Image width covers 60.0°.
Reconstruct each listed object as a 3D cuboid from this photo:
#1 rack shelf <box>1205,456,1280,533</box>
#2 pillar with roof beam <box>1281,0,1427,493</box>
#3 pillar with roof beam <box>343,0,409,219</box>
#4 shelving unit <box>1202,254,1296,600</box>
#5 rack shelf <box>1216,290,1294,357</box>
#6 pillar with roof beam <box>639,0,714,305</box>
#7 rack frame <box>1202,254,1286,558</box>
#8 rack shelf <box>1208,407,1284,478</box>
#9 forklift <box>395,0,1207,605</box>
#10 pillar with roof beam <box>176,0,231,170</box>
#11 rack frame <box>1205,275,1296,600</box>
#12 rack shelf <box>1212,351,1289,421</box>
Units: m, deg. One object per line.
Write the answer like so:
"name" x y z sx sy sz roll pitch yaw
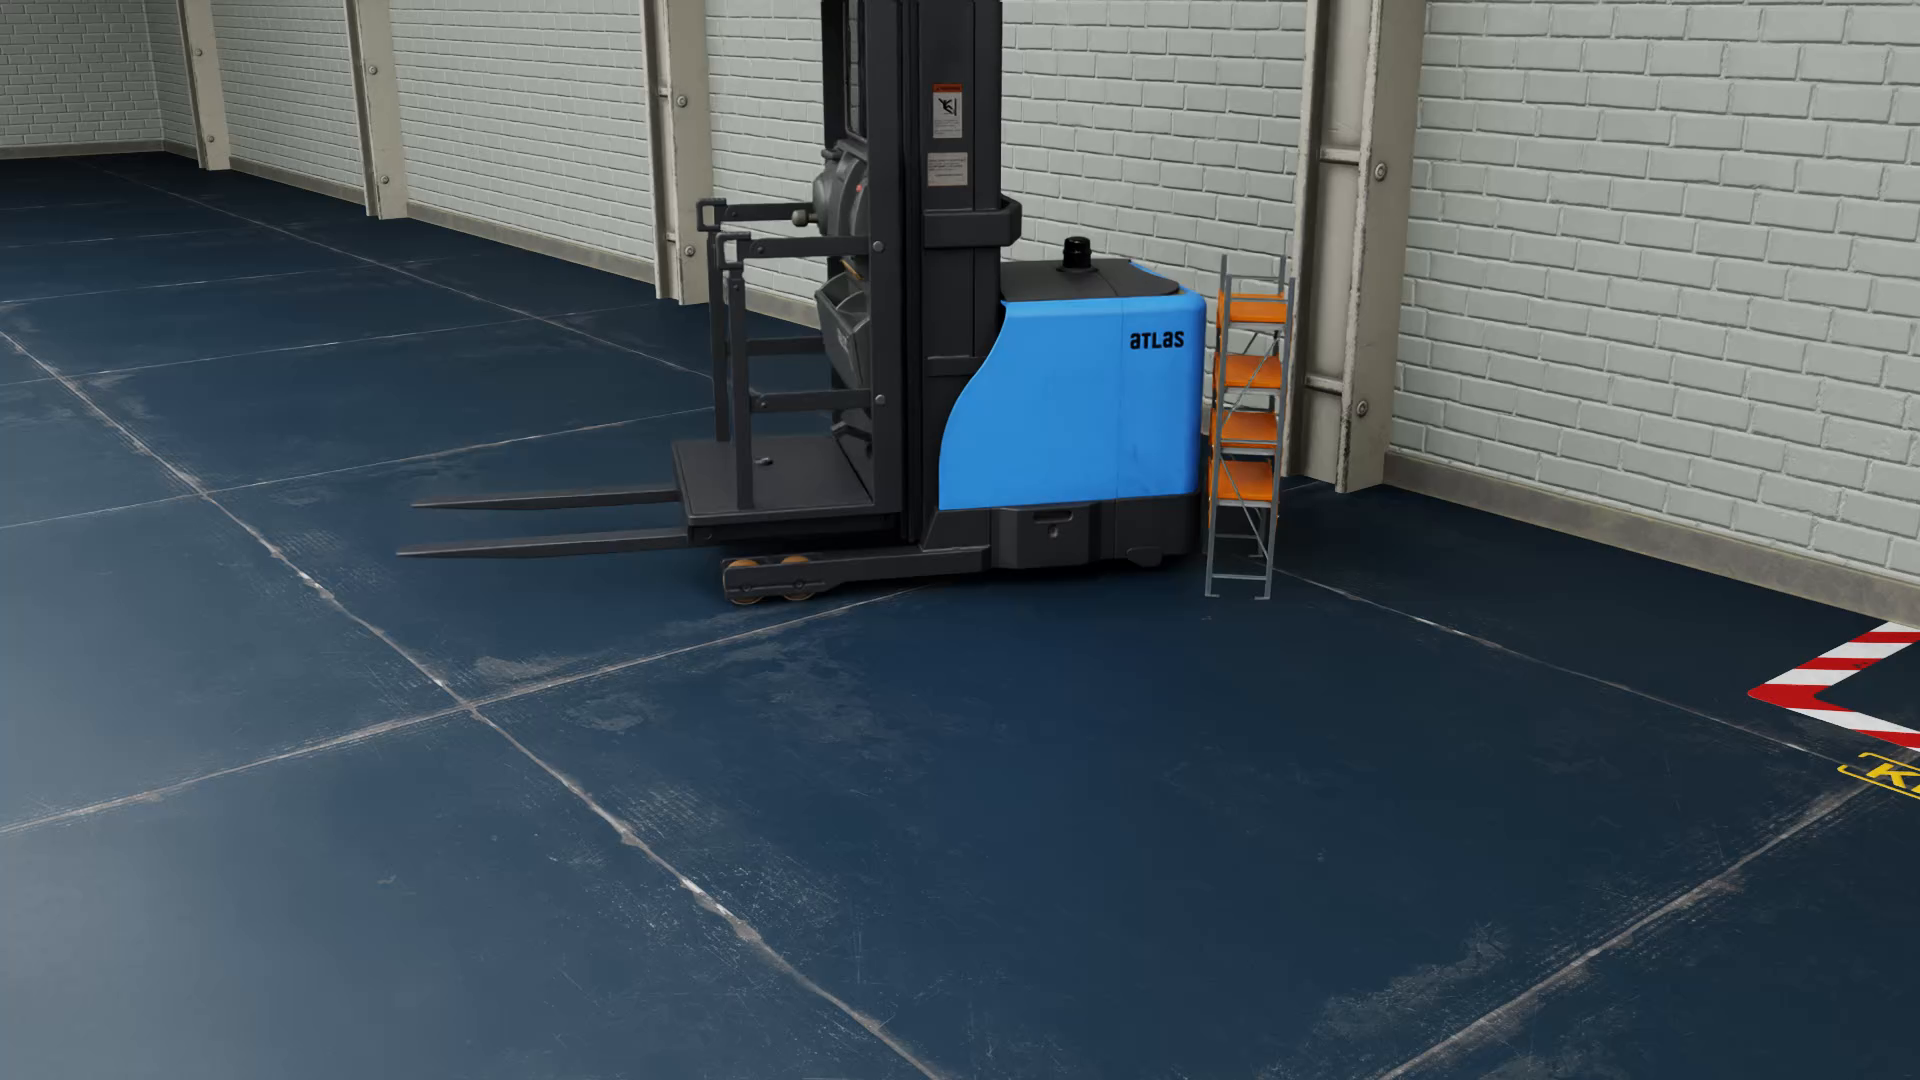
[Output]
"rack shelf" 1.069 -0.178 6.330 0.258 0.148 0.480 3 19 6
"pillar with roof beam" -1.647 -3.719 3.779 9.100 9.000 0.400 -14 23 -36
"pillar with roof beam" -9.098 -6.676 12.709 9.100 9.000 0.400 -14 23 -36
"shelving unit" 1.073 -0.430 6.246 0.258 1.200 0.503 3 19 6
"rack shelf" 1.079 -0.803 6.121 0.258 0.148 0.480 3 19 6
"pillar with roof beam" -5.373 -5.198 8.244 9.100 9.000 0.400 -14 23 -36
"rack frame" 1.101 -0.506 6.476 0.240 1.200 0.015 3 19 6
"rack shelf" 1.072 -0.366 6.267 0.258 0.148 0.480 3 19 6
"forklift" -0.629 -1.332 6.223 3.031 2.935 1.130 -4 19 -12
"pillar with roof beam" -12.823 -8.155 17.173 9.100 9.000 0.400 -14 23 -36
"rack frame" 1.045 -0.354 6.015 0.240 1.200 0.015 3 19 6
"rack shelf" 1.075 -0.578 6.196 0.258 0.148 0.480 3 19 6
